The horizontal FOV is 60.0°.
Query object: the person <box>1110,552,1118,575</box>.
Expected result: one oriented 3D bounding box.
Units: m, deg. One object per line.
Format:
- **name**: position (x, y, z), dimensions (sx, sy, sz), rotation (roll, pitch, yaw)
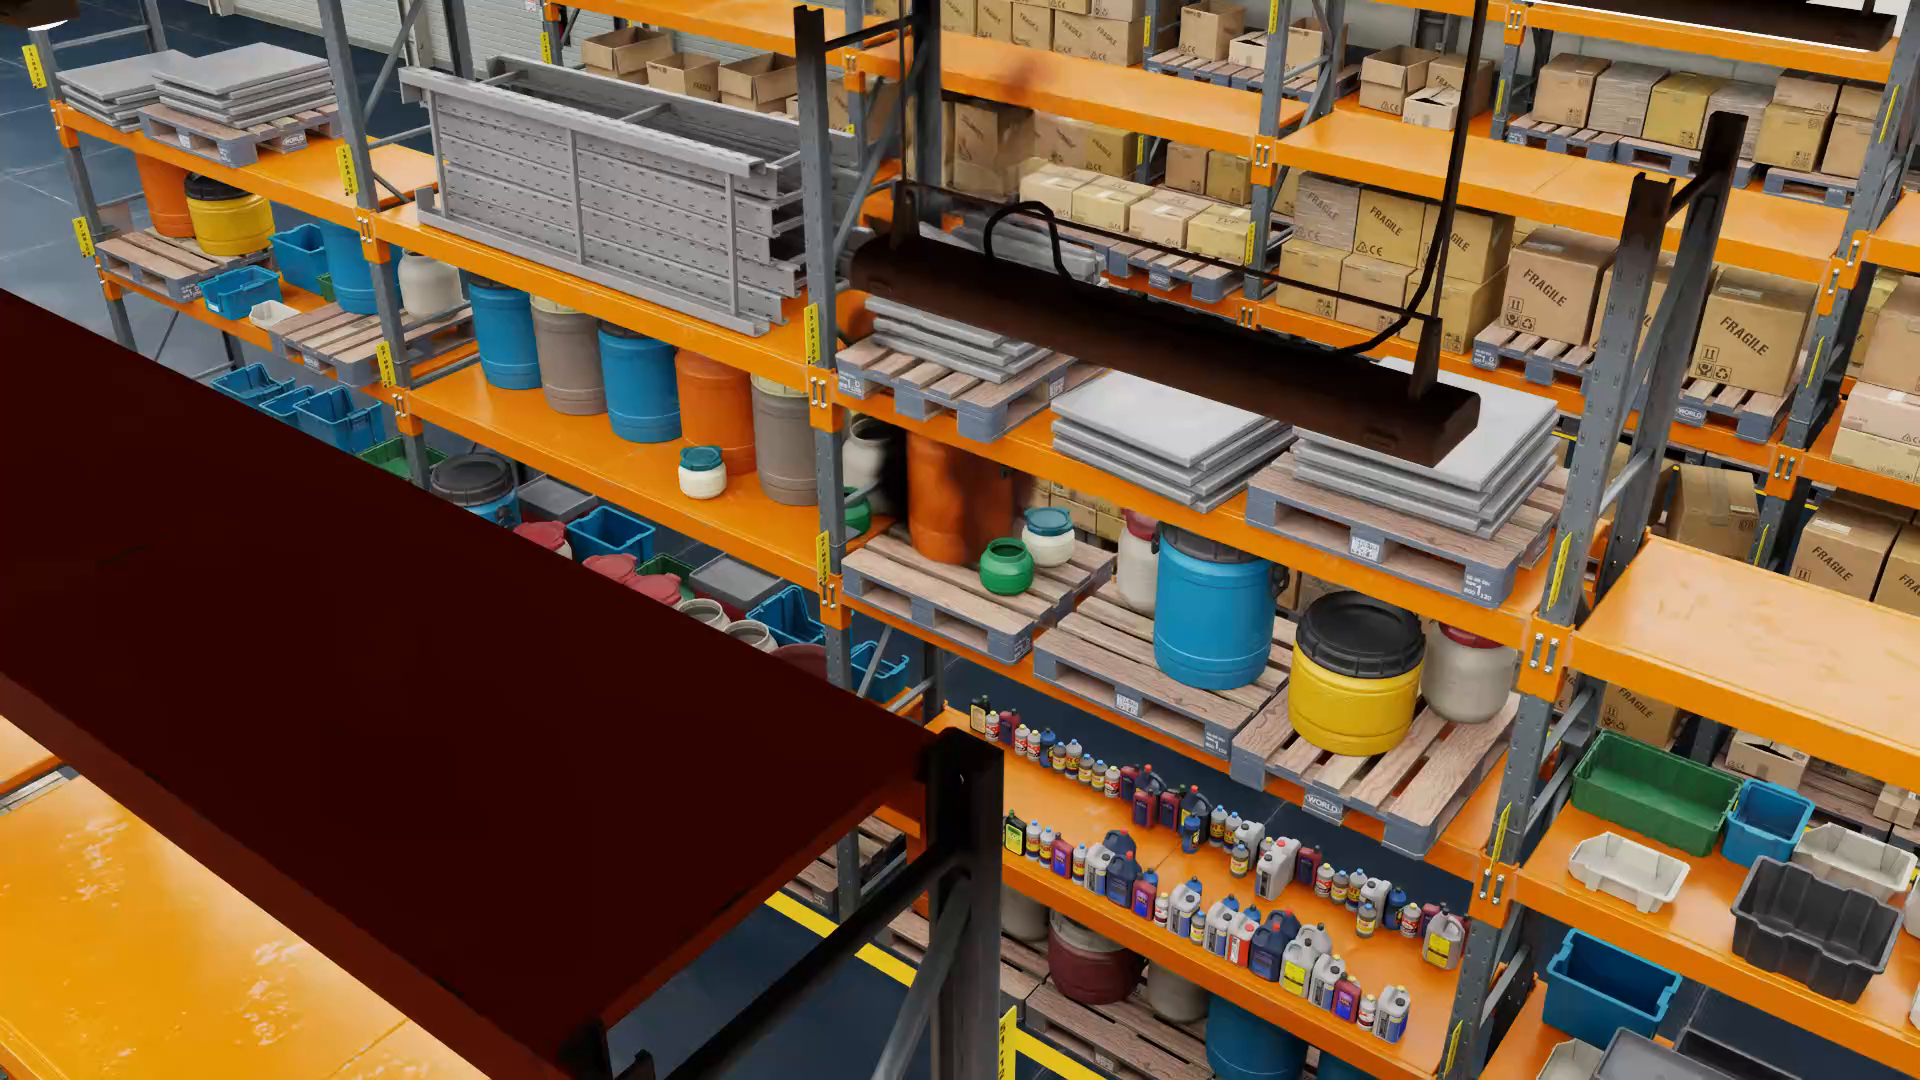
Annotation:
- **person**: position (1.295, 0.532, 12.184), dimensions (0.901, 1.760, 0.662), rotation (15, 34, 22)
